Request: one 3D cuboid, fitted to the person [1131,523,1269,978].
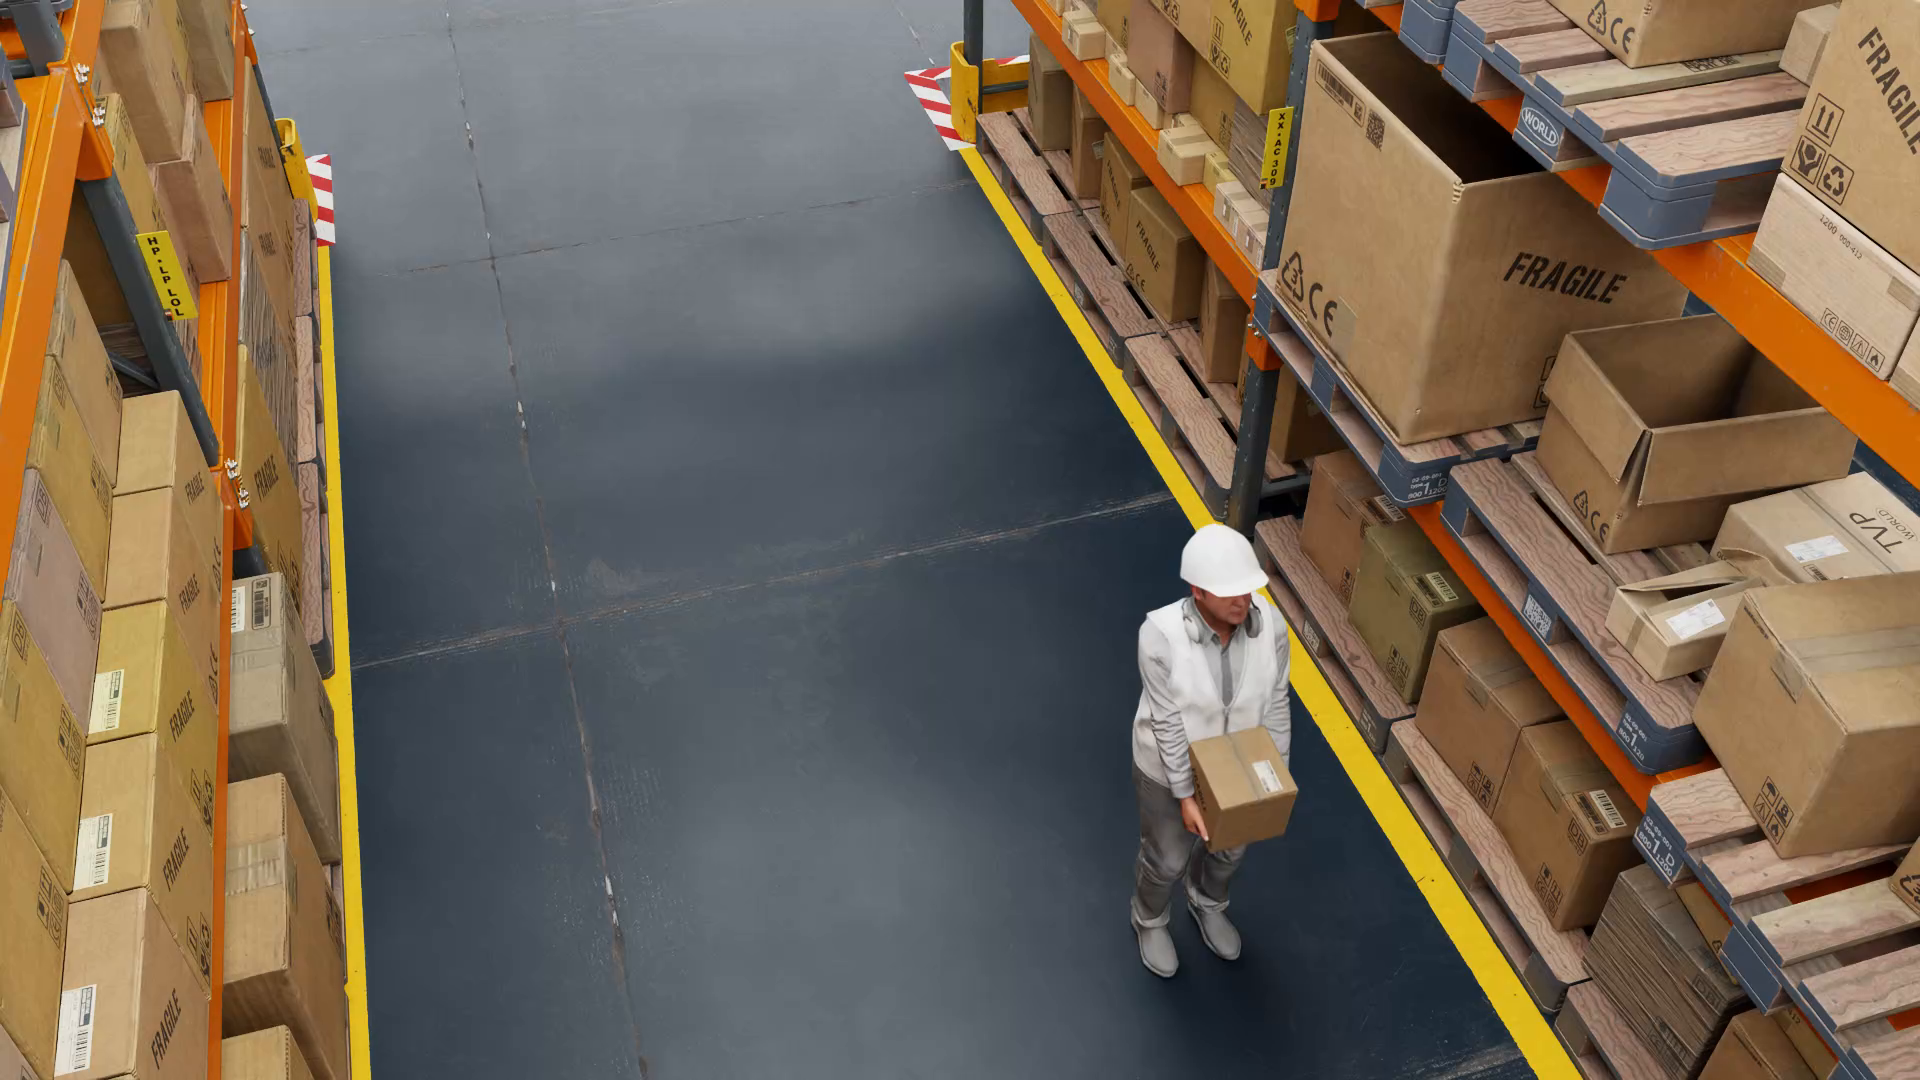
[{"bbox_3d":[3.941,-1.593,4.893,7.118,5.808,11.419,-11,43,-12],"label":"person"}]
